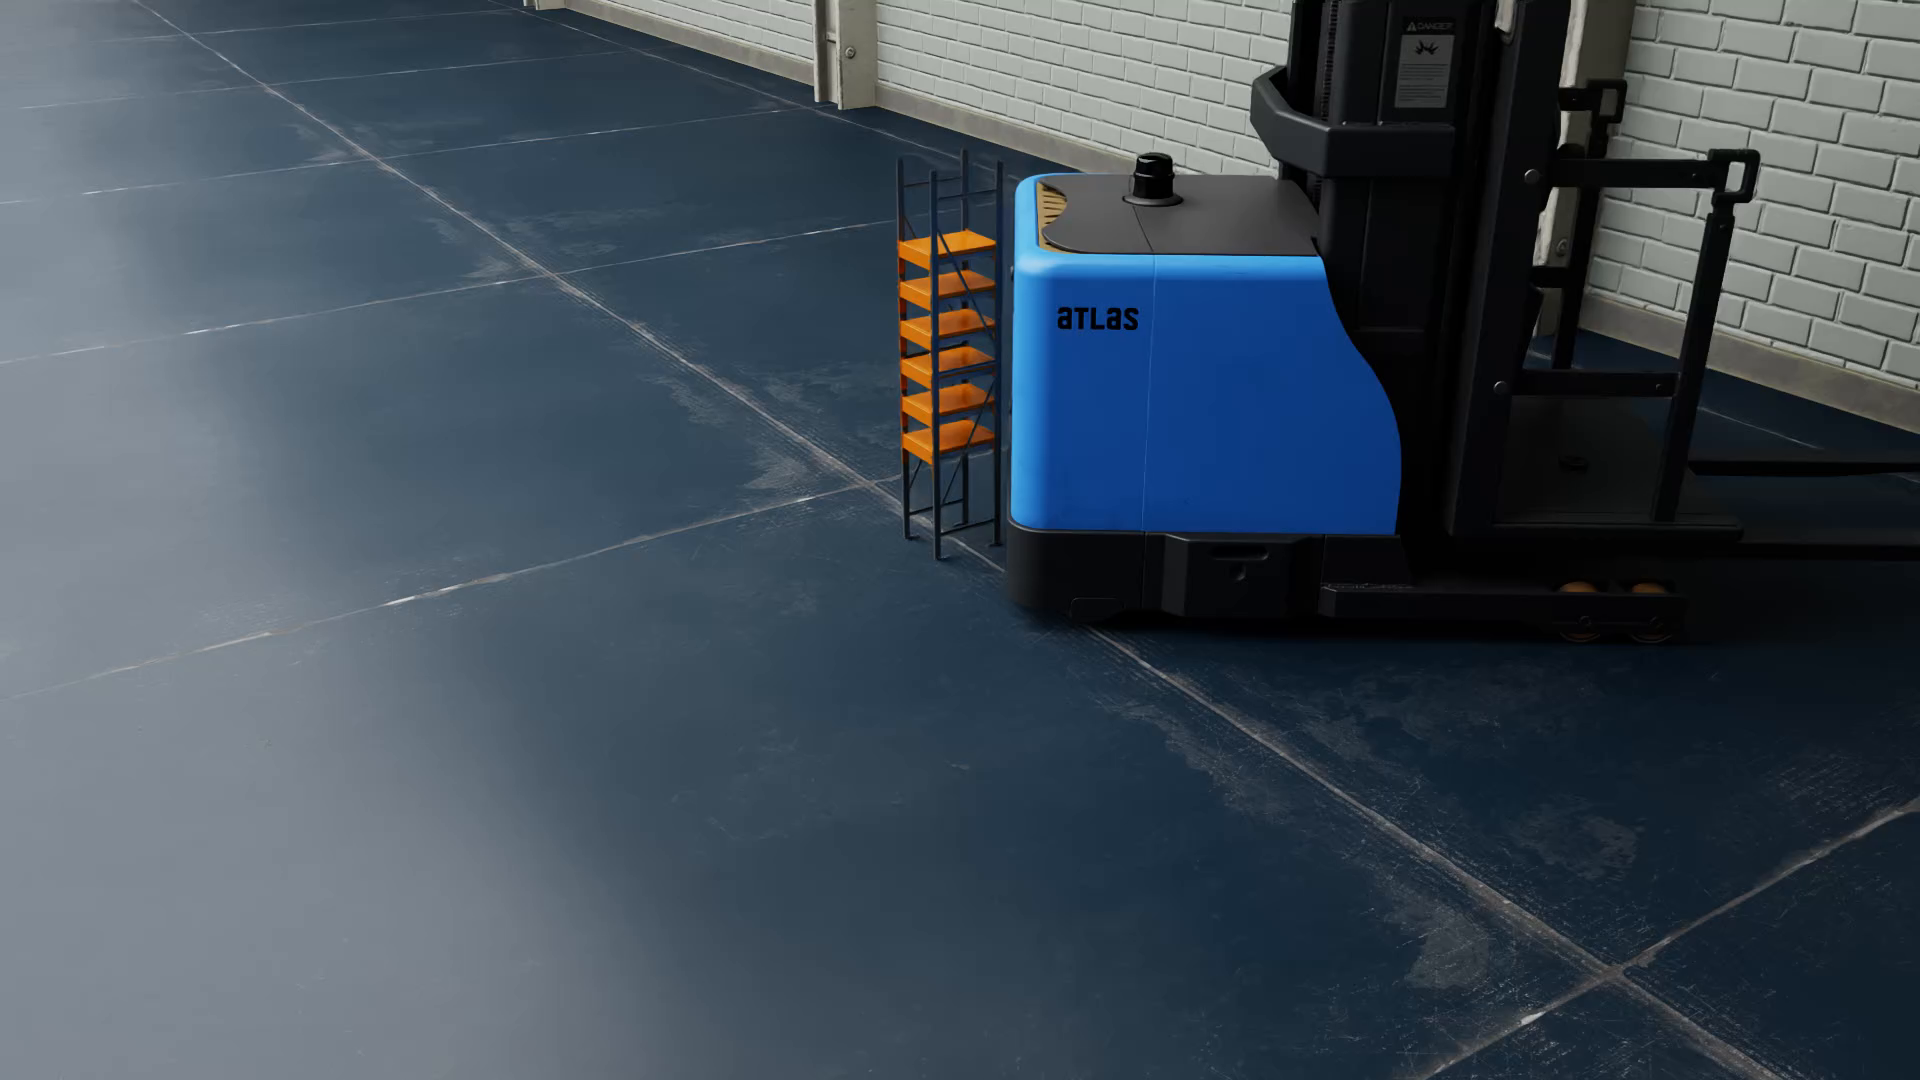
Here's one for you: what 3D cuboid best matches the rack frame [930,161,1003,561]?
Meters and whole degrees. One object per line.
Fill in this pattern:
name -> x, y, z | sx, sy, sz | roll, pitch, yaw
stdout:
rack frame -> 0.021, -0.505, 4.914 | 0.240, 1.200, 0.006 | -15, 29, -29

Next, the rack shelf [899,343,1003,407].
rack shelf -> -0.028, -0.498, 5.003 | 0.258, 0.103, 0.180 | -15, 29, -29

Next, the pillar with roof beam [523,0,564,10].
pillar with roof beam -> -7.689, -8.324, 12.342 | 9.100, 9.000, 0.400 | -16, 29, -30

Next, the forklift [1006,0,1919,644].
forklift -> 1.659, -1.269, 4.504 | 3.031, 2.935, 1.130 | 1, 25, 2

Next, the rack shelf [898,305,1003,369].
rack shelf -> -0.028, -0.607, 4.951 | 0.258, 0.103, 0.180 | -15, 29, -29

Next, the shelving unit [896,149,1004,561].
shelving unit -> -0.028, -0.538, 4.984 | 0.258, 1.200, 0.189 | -15, 29, -29

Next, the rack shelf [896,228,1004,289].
rack shelf -> -0.029, -0.823, 4.848 | 0.258, 0.103, 0.180 | -15, 29, -29

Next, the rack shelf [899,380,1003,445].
rack shelf -> -0.027, -0.390, 5.054 | 0.258, 0.103, 0.180 | -15, 29, -29

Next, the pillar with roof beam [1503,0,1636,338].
pillar with roof beam -> -1.138, -4.032, 3.250 | 9.100, 9.000, 0.400 | -16, 29, -30

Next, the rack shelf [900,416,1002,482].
rack shelf -> -0.027, -0.281, 5.105 | 0.258, 0.103, 0.180 | -15, 29, -29

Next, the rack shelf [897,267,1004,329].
rack shelf -> -0.029, -0.715, 4.900 | 0.258, 0.103, 0.180 | -15, 29, -29

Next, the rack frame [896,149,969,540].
rack frame -> -0.077, -0.571, 5.053 | 0.240, 1.200, 0.006 | -15, 29, -29

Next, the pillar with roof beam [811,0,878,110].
pillar with roof beam -> -4.413, -6.178, 7.796 | 9.100, 9.000, 0.400 | -16, 29, -30
